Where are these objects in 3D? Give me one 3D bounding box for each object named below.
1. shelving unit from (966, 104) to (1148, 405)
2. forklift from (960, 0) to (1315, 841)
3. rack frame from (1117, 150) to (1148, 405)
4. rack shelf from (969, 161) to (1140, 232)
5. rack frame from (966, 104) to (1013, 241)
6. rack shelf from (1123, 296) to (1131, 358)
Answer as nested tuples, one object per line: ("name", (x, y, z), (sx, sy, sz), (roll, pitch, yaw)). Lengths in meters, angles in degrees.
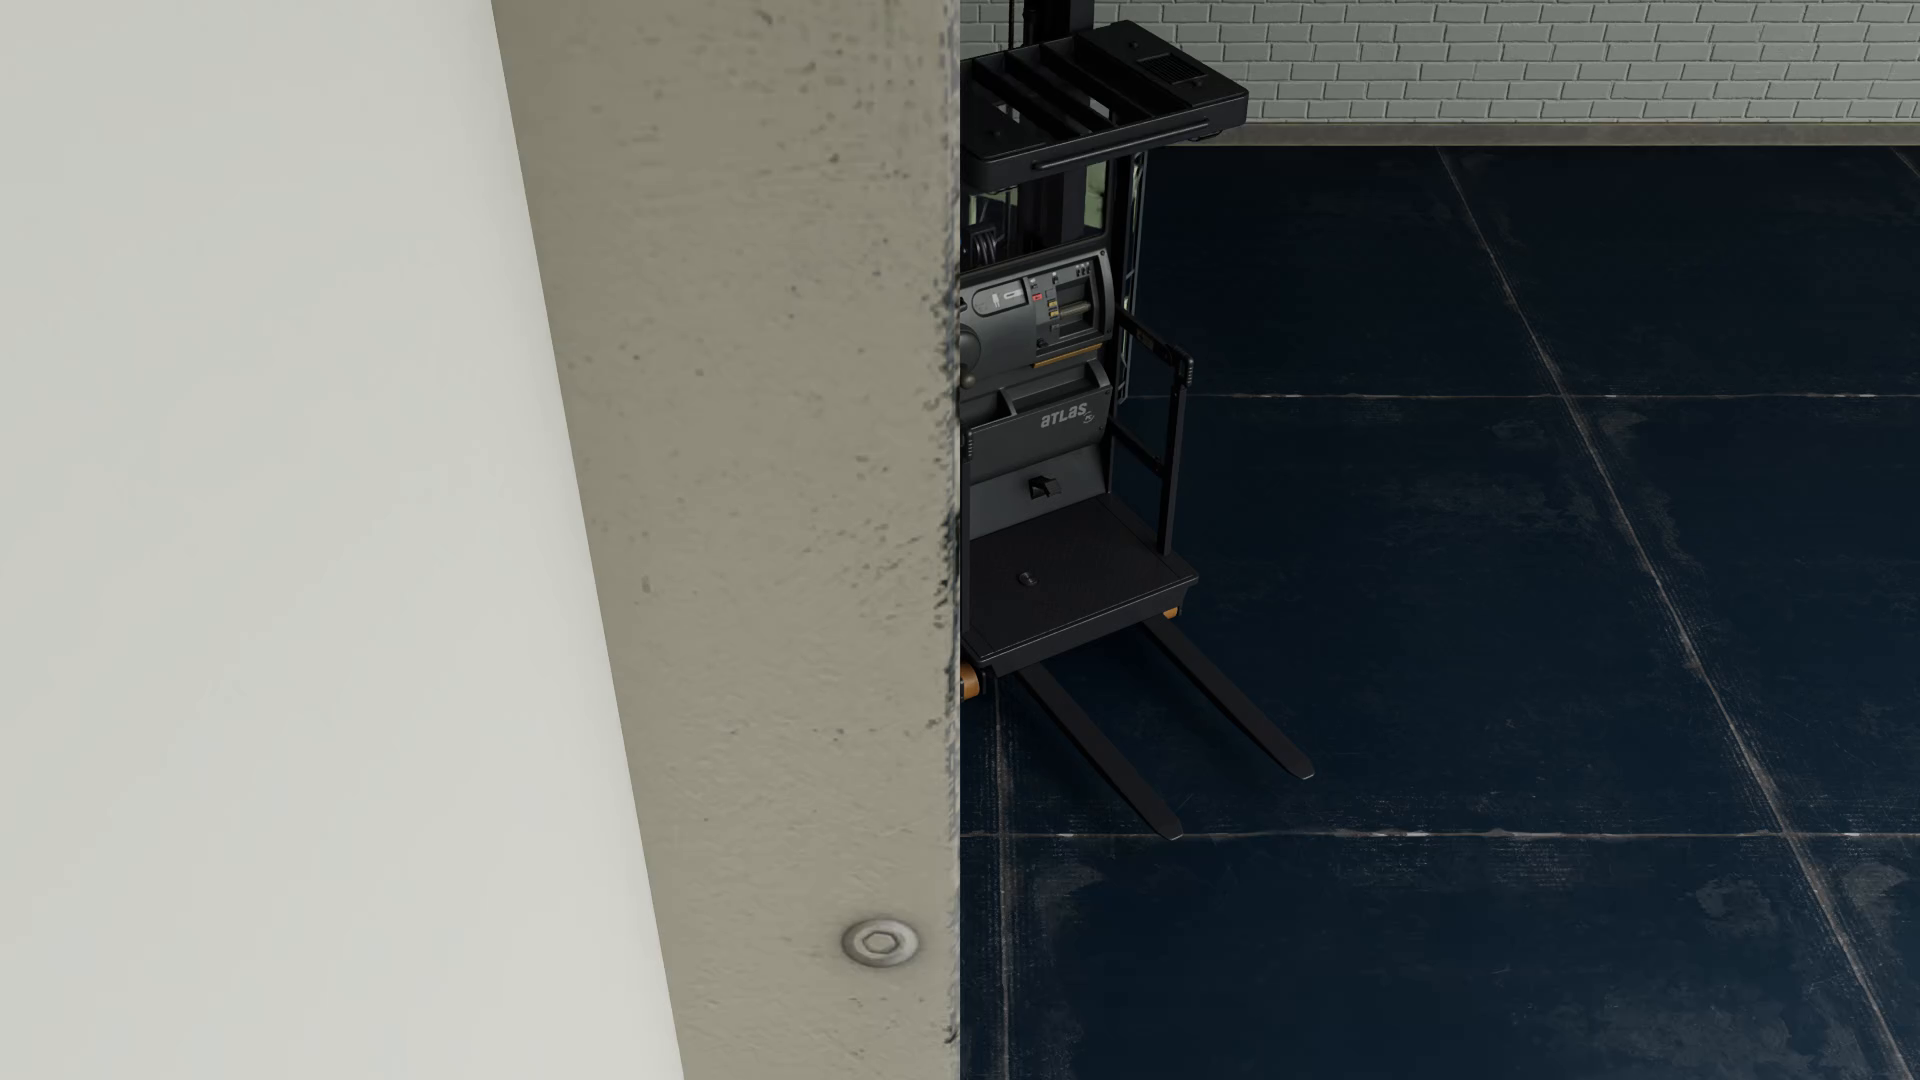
("shelving unit", (0.454, -1.354, 8.235), (0.755, 1.500, 0.431), (20, 42, 24))
("forklift", (0.307, -0.805, 6.410), (1.130, 2.935, 3.031), (-20, 43, -23))
("rack frame", (0.768, -1.237, 8.088), (0.023, 1.500, 0.400), (20, 42, 24))
("rack shelf", (0.457, -1.662, 7.995), (0.720, 0.370, 0.431), (20, 42, 24))
("rack frame", (0.140, -1.472, 8.381), (0.023, 1.500, 0.400), (20, 42, 24))
("rack shelf", (0.452, -1.097, 8.435), (0.720, 0.370, 0.431), (20, 42, 24))
